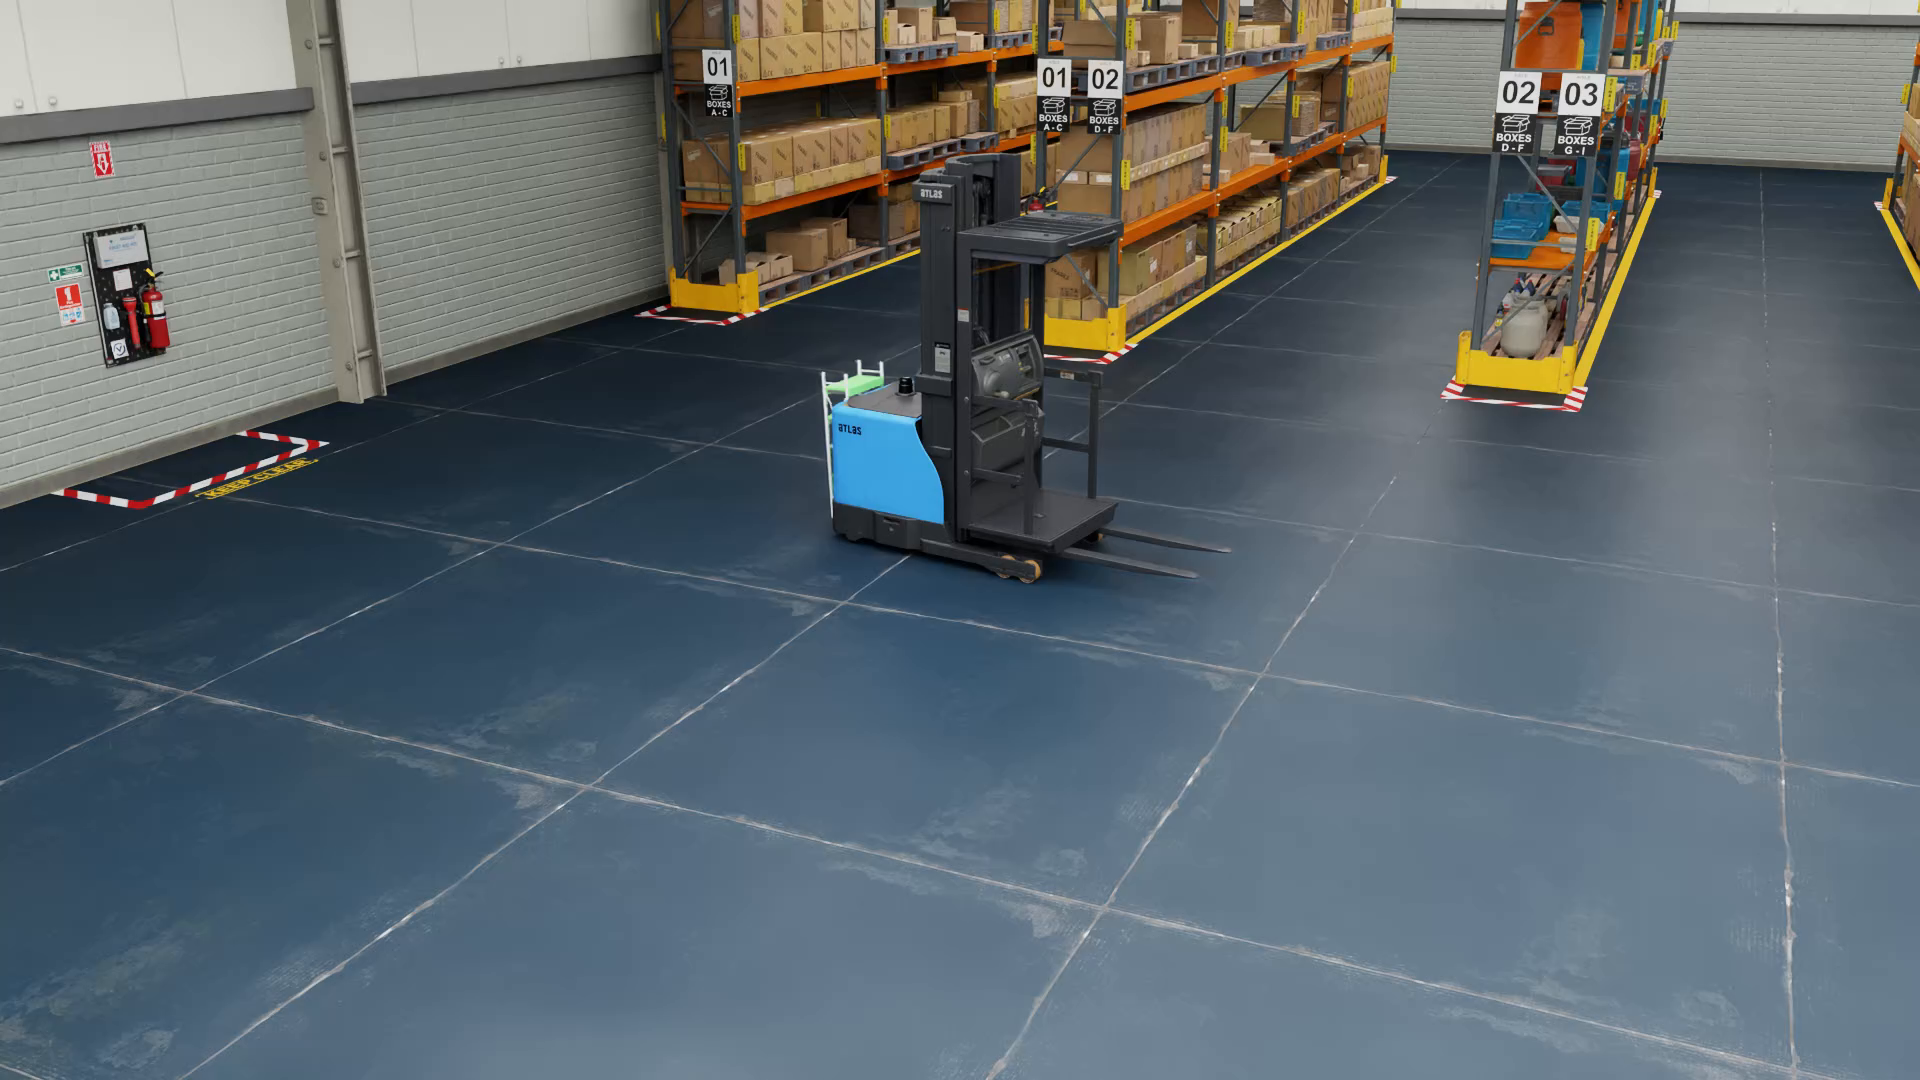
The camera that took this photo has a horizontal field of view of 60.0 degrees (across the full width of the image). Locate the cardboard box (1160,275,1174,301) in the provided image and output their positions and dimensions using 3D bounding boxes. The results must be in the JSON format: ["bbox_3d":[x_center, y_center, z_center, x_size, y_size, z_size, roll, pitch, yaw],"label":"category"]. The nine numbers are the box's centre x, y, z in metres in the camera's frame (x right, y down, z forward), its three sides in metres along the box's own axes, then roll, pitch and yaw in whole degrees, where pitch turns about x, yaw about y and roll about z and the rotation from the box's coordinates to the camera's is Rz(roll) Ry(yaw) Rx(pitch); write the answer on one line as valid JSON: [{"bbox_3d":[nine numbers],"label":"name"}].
[{"bbox_3d":[2.377,-3.194,20.950,0.500,0.250,0.500,9,21,23],"label":"cardboard box"}]

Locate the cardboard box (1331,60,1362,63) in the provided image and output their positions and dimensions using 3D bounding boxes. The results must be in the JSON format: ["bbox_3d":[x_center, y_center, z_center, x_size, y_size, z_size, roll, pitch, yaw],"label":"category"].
[{"bbox_3d":[7.469,-9.010,32.185,0.500,0.500,0.500,9,22,24],"label":"cardboard box"}]

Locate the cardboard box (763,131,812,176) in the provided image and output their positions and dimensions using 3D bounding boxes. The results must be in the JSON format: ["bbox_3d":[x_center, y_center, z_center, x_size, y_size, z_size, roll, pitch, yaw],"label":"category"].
[{"bbox_3d":[-2.283,-5.082,21.857,0.500,0.500,0.500,8,21,21],"label":"cardboard box"}]

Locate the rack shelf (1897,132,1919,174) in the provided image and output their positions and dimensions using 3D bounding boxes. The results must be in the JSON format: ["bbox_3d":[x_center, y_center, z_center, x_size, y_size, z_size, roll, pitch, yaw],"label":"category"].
[{"bbox_3d":[16.108,-6.280,27.225,1.077,0.370,4.000,9,21,23],"label":"rack shelf"}]

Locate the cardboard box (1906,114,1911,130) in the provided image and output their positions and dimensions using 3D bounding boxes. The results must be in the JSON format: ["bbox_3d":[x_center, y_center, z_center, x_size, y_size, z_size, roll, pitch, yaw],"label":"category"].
[{"bbox_3d":[16.277,-7.030,28.041,0.500,0.250,0.500,8,21,22],"label":"cardboard box"}]

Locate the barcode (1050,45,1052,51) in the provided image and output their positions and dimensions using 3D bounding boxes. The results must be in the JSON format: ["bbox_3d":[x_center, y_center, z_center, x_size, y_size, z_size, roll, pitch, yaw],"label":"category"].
[{"bbox_3d":[1.023,-5.545,18.741,0.001,0.075,0.075,9,21,23],"label":"barcode"}]

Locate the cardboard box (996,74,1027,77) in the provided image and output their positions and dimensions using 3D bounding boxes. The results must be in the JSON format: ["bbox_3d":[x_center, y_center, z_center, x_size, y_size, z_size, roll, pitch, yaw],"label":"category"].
[{"bbox_3d":[0.897,-8.177,29.743,0.500,0.250,0.500,8,21,21],"label":"cardboard box"}]

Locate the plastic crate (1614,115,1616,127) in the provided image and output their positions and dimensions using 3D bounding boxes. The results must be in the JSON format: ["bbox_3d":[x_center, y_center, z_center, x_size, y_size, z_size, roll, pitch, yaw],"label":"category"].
[{"bbox_3d":[11.468,-7.427,29.535,0.416,0.233,0.300,9,21,23],"label":"plastic crate"}]

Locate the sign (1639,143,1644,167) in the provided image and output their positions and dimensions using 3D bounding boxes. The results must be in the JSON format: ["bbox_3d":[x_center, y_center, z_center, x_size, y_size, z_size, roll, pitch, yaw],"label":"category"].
[{"bbox_3d":[9.637,-5.468,23.624,0.100,0.325,0.005,9,21,23],"label":"sign"}]

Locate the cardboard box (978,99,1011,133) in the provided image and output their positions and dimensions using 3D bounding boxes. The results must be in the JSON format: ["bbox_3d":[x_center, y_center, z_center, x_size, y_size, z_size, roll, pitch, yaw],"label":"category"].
[{"bbox_3d":[0.527,-7.134,27.929,0.500,0.500,0.500,9,22,24],"label":"cardboard box"}]

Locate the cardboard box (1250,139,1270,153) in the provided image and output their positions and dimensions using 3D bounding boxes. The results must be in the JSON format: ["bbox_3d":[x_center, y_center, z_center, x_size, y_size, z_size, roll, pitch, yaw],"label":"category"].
[{"bbox_3d":[4.426,-5.998,25.491,0.500,0.311,0.500,10,22,26],"label":"cardboard box"}]

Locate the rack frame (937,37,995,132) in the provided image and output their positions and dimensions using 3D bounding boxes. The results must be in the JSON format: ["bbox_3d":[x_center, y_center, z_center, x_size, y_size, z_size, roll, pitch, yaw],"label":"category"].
[{"bbox_3d":[0.094,-6.824,27.680,1.000,3.000,0.127,9,21,23],"label":"rack frame"}]

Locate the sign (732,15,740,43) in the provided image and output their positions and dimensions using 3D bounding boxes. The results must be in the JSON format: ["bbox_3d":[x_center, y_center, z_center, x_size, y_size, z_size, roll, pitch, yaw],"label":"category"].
[{"bbox_3d":[-2.687,-6.129,19.945,0.100,0.325,0.005,9,21,23],"label":"sign"}]

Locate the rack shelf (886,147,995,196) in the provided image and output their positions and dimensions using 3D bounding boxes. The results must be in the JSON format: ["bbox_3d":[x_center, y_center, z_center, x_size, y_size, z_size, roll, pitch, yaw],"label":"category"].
[{"bbox_3d":[-0.725,-5.874,26.082,1.077,0.370,4.000,9,21,23],"label":"rack shelf"}]

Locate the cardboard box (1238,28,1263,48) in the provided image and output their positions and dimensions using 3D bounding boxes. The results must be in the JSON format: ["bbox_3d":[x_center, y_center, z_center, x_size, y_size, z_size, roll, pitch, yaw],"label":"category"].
[{"bbox_3d":[4.038,-7.203,23.868,0.500,0.250,0.500,8,21,22],"label":"cardboard box"}]

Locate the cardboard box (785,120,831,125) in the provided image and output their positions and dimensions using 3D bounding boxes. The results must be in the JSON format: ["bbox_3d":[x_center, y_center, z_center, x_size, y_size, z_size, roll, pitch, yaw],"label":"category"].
[{"bbox_3d":[-2.142,-5.621,23.371,0.500,0.500,0.500,8,21,22],"label":"cardboard box"}]

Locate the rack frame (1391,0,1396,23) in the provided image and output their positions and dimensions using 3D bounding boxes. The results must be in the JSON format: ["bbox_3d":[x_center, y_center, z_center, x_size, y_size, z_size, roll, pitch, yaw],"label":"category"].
[{"bbox_3d":[7.891,-11.417,31.644,1.000,3.000,0.127,9,21,23],"label":"rack frame"}]

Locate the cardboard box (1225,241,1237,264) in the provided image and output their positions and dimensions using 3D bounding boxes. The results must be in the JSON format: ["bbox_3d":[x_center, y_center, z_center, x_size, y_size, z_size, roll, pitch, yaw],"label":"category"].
[{"bbox_3d":[3.579,-4.070,23.414,0.500,0.250,0.500,9,22,24],"label":"cardboard box"}]

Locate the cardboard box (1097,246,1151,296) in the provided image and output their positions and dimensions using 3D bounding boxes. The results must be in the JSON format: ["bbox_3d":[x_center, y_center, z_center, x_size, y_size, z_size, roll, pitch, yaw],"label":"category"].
[{"bbox_3d":[1.965,-3.242,19.966,0.500,0.500,0.500,9,21,23],"label":"cardboard box"}]

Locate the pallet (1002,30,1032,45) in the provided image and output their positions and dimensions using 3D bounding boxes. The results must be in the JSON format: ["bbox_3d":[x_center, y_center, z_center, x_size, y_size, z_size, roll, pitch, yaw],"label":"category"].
[{"bbox_3d":[0.765,-8.695,28.746,1.003,0.211,1.213,10,22,25],"label":"pallet"}]

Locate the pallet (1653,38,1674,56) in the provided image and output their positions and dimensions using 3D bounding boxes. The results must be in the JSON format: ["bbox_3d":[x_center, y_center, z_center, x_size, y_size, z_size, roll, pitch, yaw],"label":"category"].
[{"bbox_3d":[10.539,-7.759,26.114,1.213,0.211,1.003,9,21,23],"label":"pallet"}]

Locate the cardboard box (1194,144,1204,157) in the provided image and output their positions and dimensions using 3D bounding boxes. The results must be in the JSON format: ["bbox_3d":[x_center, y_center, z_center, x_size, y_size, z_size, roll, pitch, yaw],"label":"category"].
[{"bbox_3d":[2.958,-5.087,21.680,0.380,0.149,0.250,8,21,22],"label":"cardboard box"}]

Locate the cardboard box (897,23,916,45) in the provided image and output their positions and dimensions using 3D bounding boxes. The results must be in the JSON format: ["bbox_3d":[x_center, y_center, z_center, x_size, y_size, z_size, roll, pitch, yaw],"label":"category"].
[{"bbox_3d":[-0.995,-7.515,24.652,0.500,0.311,0.500,9,22,24],"label":"cardboard box"}]

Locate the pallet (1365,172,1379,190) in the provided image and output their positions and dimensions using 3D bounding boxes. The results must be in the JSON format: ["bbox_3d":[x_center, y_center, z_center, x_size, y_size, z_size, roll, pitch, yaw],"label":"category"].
[{"bbox_3d":[7.534,-7.010,32.365,1.003,0.211,1.213,9,21,23],"label":"pallet"}]

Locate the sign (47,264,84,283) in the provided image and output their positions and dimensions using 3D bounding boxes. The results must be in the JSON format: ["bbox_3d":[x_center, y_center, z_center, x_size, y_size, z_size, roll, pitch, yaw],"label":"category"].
[{"bbox_3d":[-7.499,-2.238,13.942,0.001,0.109,0.331,9,21,23],"label":"sign"}]

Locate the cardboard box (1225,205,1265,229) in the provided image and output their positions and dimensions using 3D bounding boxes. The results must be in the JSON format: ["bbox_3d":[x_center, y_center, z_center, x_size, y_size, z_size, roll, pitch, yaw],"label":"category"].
[{"bbox_3d":[4.209,-4.804,24.641,0.500,0.311,0.500,8,21,22],"label":"cardboard box"}]

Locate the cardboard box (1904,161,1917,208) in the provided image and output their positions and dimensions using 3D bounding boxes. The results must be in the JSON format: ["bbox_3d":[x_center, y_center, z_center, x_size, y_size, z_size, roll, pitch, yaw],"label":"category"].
[{"bbox_3d":[16.365,-5.942,27.746,0.875,0.875,0.875,9,21,23],"label":"cardboard box"}]

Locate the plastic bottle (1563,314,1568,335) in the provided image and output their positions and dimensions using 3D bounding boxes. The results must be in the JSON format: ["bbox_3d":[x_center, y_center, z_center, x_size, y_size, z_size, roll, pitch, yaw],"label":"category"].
[{"bbox_3d":[6.883,-2.452,18.803,0.097,0.271,0.097,0,20,0],"label":"plastic bottle"}]

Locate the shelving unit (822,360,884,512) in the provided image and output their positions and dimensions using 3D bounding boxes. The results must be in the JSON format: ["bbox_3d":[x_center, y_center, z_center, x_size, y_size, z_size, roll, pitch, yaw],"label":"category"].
[{"bbox_3d":[-0.829,-0.805,13.422,0.258,1.200,0.503,9,21,31],"label":"shelving unit"}]

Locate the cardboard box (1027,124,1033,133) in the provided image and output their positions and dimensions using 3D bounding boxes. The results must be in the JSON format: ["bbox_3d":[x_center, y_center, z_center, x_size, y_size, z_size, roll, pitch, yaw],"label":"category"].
[{"bbox_3d":[1.059,-7.254,29.235,0.380,0.149,0.250,9,21,23],"label":"cardboard box"}]

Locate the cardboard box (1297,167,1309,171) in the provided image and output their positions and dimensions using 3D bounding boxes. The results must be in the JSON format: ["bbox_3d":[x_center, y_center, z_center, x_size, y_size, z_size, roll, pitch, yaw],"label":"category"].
[{"bbox_3d":[5.833,-6.283,29.234,0.500,0.500,0.500,8,21,20],"label":"cardboard box"}]

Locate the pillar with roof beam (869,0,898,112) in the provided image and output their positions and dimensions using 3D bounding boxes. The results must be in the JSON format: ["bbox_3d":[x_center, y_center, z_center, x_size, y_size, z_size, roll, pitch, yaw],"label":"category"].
[{"bbox_3d":[2.700,-8.781,24.230,9.100,9.000,0.400,9,21,23],"label":"pillar with roof beam"}]

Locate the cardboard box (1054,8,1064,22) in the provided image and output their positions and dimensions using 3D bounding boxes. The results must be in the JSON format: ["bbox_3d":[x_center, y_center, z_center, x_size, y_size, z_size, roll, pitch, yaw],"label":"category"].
[{"bbox_3d":[1.798,-9.876,31.233,0.500,0.250,0.500,9,21,23],"label":"cardboard box"}]

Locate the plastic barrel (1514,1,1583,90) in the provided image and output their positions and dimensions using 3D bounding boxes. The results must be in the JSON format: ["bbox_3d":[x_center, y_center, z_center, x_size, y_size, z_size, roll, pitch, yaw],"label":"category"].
[{"bbox_3d":[5.940,-4.998,16.803,0.600,0.830,0.708,9,21,23],"label":"plastic barrel"}]

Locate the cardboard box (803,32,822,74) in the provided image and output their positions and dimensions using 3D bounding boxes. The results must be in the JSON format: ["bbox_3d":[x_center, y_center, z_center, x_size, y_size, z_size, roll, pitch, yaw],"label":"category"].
[{"bbox_3d":[-2.155,-6.401,21.836,0.500,0.500,0.500,10,22,26],"label":"cardboard box"}]

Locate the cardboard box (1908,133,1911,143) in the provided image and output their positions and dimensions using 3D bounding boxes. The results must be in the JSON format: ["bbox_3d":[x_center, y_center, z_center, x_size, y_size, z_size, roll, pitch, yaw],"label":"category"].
[{"bbox_3d":[15.956,-6.656,27.582,0.380,0.149,0.250,8,21,22],"label":"cardboard box"}]

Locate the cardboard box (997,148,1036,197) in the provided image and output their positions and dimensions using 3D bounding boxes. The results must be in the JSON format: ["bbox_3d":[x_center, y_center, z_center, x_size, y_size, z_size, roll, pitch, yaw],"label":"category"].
[{"bbox_3d":[0.880,-6.483,29.302,0.750,0.750,0.750,8,21,22],"label":"cardboard box"}]

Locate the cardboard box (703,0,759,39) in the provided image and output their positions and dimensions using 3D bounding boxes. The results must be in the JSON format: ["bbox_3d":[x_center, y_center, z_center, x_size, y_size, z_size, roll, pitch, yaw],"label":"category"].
[{"bbox_3d":[-2.803,-6.404,20.351,0.500,0.500,0.500,7,21,19],"label":"cardboard box"}]

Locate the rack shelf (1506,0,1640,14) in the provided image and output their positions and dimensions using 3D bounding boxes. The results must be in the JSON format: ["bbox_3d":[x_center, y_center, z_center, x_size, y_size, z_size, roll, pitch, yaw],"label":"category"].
[{"bbox_3d":[6.675,-5.930,17.883,1.077,0.370,4.000,9,21,23],"label":"rack shelf"}]

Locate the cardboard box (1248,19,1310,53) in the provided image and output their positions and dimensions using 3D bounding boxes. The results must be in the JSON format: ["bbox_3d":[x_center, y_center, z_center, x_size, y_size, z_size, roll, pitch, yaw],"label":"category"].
[{"bbox_3d":[4.972,-7.900,26.079,0.910,0.500,0.500,9,21,23],"label":"cardboard box"}]

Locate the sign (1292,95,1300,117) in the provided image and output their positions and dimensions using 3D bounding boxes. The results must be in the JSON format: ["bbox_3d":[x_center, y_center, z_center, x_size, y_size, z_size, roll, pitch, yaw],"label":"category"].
[{"bbox_3d":[5.123,-6.616,25.367,0.100,0.325,0.005,9,21,23],"label":"sign"}]

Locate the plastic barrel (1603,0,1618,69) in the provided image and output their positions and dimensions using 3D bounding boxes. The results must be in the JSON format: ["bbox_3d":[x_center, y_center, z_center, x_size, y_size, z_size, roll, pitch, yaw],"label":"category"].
[{"bbox_3d":[8.598,-6.893,22.649,0.600,0.901,0.600,0,20,0],"label":"plastic barrel"}]

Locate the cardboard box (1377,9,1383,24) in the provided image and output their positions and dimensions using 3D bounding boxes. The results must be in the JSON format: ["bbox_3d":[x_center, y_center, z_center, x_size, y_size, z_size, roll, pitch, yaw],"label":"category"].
[{"bbox_3d":[7.501,-9.672,30.689,0.500,0.250,0.500,9,21,23],"label":"cardboard box"}]

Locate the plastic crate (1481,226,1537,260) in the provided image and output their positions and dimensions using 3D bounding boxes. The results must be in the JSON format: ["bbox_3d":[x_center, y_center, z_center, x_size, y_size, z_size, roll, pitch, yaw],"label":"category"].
[{"bbox_3d":[5.788,-3.143,17.552,0.499,0.251,0.616,9,21,23],"label":"plastic crate"}]

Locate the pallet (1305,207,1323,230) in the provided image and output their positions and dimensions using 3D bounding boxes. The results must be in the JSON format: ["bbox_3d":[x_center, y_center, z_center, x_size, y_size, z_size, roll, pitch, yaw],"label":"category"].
[{"bbox_3d":[5.456,-5.426,27.912,1.003,0.211,1.213,9,21,23],"label":"pallet"}]

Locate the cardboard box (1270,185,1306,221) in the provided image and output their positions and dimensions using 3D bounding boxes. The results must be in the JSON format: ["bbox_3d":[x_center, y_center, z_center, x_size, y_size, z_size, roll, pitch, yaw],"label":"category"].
[{"bbox_3d":[5.271,-5.436,26.851,0.500,0.500,0.500,8,21,21],"label":"cardboard box"}]

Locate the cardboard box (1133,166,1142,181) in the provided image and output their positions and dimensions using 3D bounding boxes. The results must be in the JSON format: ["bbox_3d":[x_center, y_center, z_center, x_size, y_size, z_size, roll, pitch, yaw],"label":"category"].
[{"bbox_3d":[1.905,-4.300,19.466,0.380,0.149,0.250,9,21,23],"label":"cardboard box"}]

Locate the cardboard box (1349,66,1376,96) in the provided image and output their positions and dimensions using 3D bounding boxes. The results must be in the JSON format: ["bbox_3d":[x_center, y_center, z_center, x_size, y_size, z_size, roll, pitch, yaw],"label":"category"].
[{"bbox_3d":[7.335,-8.465,30.652,0.500,0.500,0.500,9,22,24],"label":"cardboard box"}]

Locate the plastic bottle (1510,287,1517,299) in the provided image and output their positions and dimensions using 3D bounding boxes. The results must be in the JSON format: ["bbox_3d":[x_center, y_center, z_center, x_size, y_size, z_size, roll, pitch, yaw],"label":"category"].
[{"bbox_3d":[6.534,-2.824,19.728,0.144,0.351,0.185,8,21,22],"label":"plastic bottle"}]

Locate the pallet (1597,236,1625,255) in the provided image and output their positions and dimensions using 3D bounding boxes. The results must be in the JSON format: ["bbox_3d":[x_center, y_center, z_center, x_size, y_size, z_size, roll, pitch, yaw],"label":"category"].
[{"bbox_3d":[9.417,-4.397,25.019,1.003,0.211,1.213,9,21,23],"label":"pallet"}]

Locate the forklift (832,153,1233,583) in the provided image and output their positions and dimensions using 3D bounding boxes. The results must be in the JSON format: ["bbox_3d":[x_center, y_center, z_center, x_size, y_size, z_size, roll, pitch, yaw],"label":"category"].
[{"bbox_3d":[0.528,-1.271,12.167,3.031,2.935,1.130,12,23,30],"label":"forklift"}]

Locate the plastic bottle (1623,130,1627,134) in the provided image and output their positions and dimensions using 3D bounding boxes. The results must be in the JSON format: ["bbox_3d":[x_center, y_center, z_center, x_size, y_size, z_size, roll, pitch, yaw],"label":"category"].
[{"bbox_3d":[10.485,-6.301,26.285,0.144,0.351,0.185,9,21,23],"label":"plastic bottle"}]

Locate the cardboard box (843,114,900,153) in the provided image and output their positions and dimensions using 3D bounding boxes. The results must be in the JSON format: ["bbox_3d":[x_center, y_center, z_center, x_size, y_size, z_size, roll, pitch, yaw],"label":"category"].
[{"bbox_3d":[-1.304,-6.006,24.576,0.700,0.500,0.500,9,21,23],"label":"cardboard box"}]

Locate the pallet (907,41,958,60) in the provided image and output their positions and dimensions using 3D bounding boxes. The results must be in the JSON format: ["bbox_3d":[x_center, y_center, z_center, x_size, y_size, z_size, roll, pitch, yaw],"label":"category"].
[{"bbox_3d":[-0.772,-7.418,25.153,1.213,0.211,1.003,9,21,23],"label":"pallet"}]

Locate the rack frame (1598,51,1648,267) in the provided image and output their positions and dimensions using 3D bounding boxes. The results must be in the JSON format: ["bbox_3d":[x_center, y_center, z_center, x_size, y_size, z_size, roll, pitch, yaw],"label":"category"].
[{"bbox_3d":[9.132,-5.465,23.858,1.000,3.000,0.127,9,21,23],"label":"rack frame"}]

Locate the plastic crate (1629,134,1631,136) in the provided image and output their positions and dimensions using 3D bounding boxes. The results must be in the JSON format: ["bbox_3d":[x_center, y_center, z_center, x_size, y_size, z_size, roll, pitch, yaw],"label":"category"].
[{"bbox_3d":[11.091,-6.714,27.675,0.396,0.136,0.243,9,21,23],"label":"plastic crate"}]
